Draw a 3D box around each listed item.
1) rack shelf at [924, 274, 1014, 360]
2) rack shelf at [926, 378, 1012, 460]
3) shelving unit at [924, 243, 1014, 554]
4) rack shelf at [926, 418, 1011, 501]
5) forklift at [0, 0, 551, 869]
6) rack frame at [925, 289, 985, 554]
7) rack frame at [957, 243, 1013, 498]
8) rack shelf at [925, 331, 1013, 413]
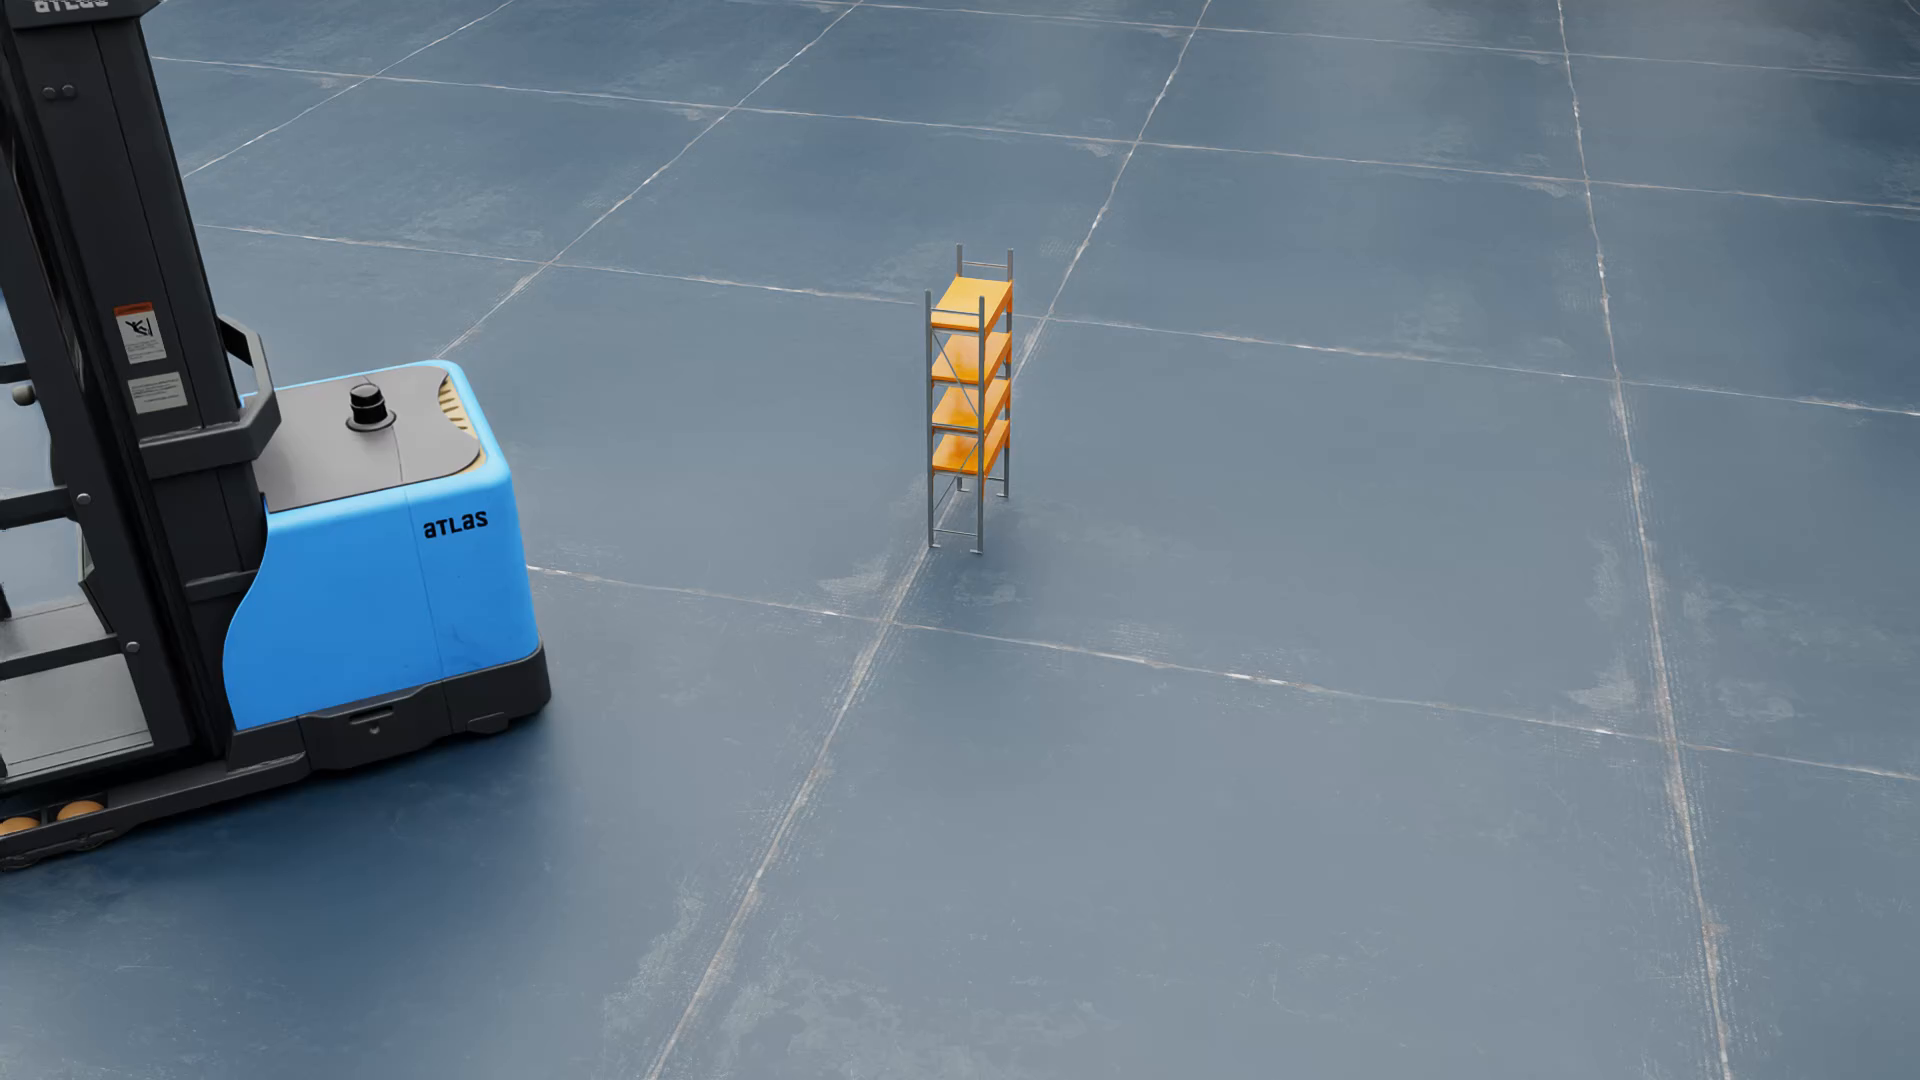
[{"bbox_3d":[0.042,-0.924,6.852,0.258,0.148,0.480,8,33,12],"label":"rack shelf"},{"bbox_3d":[0.042,-0.535,7.099,0.258,0.148,0.480,8,33,12],"label":"rack shelf"},{"bbox_3d":[0.042,-0.592,7.063,0.258,1.200,0.503,8,33,12],"label":"shelving unit"},{"bbox_3d":[0.042,-0.368,7.206,0.258,0.148,0.480,8,33,12],"label":"rack shelf"},{"bbox_3d":[-3.082,-0.471,5.258,3.031,2.935,1.130,-14,35,-21],"label":"forklift"},{"bbox_3d":[-0.020,-0.466,6.864,0.240,1.200,0.015,8,33,12],"label":"rack frame"},{"bbox_3d":[0.104,-0.719,7.262,0.240,1.200,0.015,8,33,12],"label":"rack frame"},{"bbox_3d":[0.042,-0.724,6.979,0.258,0.148,0.480,8,33,12],"label":"rack shelf"}]
